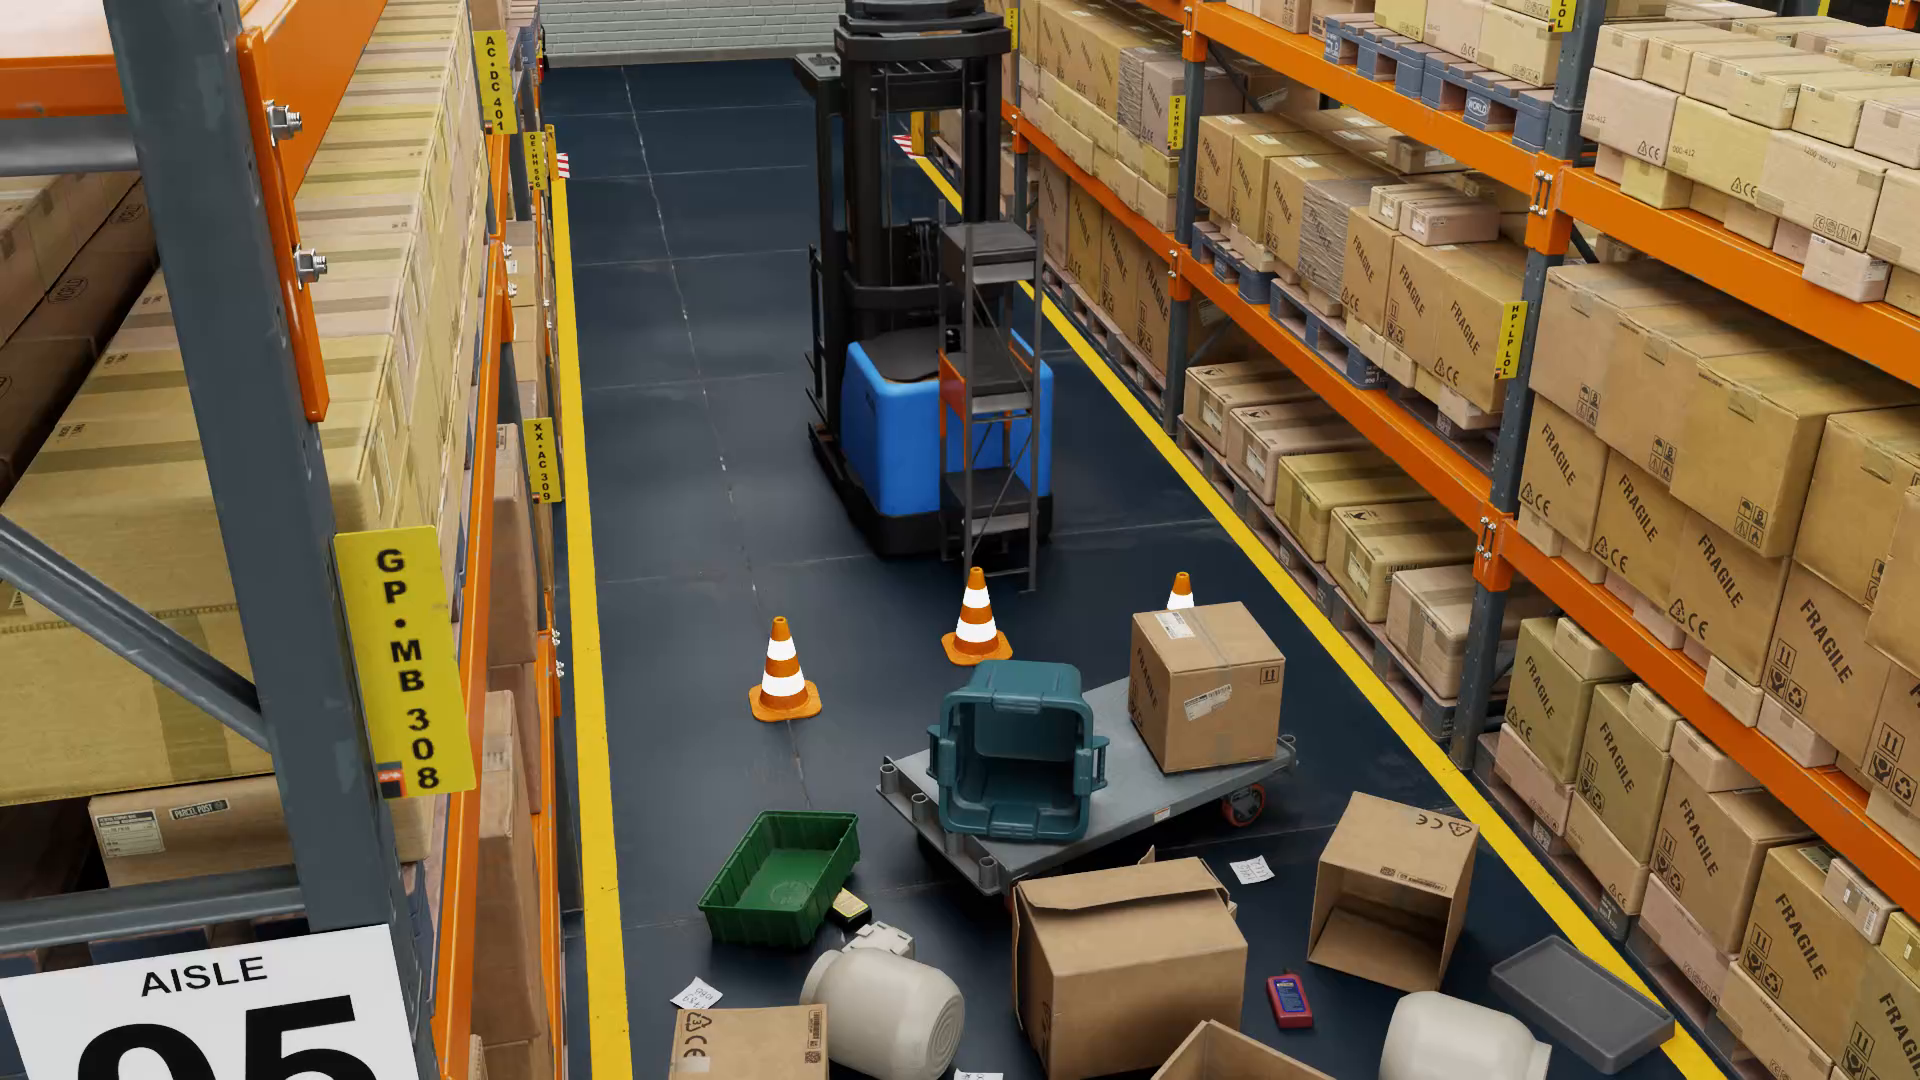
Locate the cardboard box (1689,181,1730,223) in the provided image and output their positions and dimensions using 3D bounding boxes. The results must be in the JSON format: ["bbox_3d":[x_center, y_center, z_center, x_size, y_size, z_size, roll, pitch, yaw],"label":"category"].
[{"bbox_3d":[2.770,-1.196,5.741,0.380,0.149,0.250,-6,27,-12],"label":"cardboard box"}]

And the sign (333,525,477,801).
[{"bbox_3d":[-0.586,0.136,1.766,0.100,0.325,0.005,-6,27,-12],"label":"sign"}]

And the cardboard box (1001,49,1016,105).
[{"bbox_3d":[0.614,-4.083,14.400,0.500,0.500,0.500,-6,27,-11],"label":"cardboard box"}]

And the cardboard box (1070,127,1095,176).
[{"bbox_3d":[1.131,-2.900,12.333,0.500,0.250,0.500,-6,27,-12],"label":"cardboard box"}]

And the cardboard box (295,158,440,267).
[{"bbox_3d":[-1.178,-0.598,3.094,0.380,0.149,0.250,-6,27,-12],"label":"cardboard box"}]

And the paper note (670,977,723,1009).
[{"bbox_3d":[-0.996,1.726,6.295,0.142,0.020,0.147,19,32,32],"label":"paper note"}]

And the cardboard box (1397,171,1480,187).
[{"bbox_3d":[2.606,-1.612,8.707,0.500,0.500,0.500,-7,28,-14],"label":"cardboard box"}]

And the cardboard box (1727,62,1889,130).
[{"bbox_3d":[2.694,-1.415,5.289,0.380,0.149,0.250,-6,27,-12],"label":"cardboard box"}]

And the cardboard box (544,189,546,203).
[{"bbox_3d":[-3.929,-3.118,14.966,0.380,0.149,0.250,-6,27,-12],"label":"cardboard box"}]

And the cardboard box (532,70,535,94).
[{"bbox_3d":[-3.817,-3.951,13.808,0.500,0.500,0.500,-6,27,-12],"label":"cardboard box"}]

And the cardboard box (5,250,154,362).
[{"bbox_3d":[-1.735,-0.310,2.965,0.500,0.250,0.500,-6,27,-12],"label":"cardboard box"}]

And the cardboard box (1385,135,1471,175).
[{"bbox_3d":[2.513,-2.070,8.895,0.380,0.149,0.250,-7,28,-14],"label":"cardboard box"}]

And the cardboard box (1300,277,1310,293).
[{"bbox_3d":[2.083,-1.426,9.059,0.380,0.149,0.250,-5,27,-10],"label":"cardboard box"}]

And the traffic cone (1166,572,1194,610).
[{"bbox_3d":[1.127,0.381,8.481,0.336,0.463,0.334,-6,27,-12],"label":"traffic cone"}]

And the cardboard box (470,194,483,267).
[{"bbox_3d":[-1.462,-0.798,4.374,0.380,0.149,0.250,-6,27,-11],"label":"cardboard box"}]

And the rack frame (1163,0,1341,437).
[{"bbox_3d":[1.869,-2.105,10.592,1.000,3.000,0.127,-6,27,-12],"label":"rack frame"}]

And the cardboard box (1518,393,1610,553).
[{"bbox_3d":[2.598,-0.305,6.584,0.500,0.500,0.500,-6,27,-12],"label":"cardboard box"}]

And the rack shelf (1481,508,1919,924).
[{"bbox_3d":[3.221,0.850,5.535,1.077,0.370,4.000,-6,27,-12],"label":"rack shelf"}]

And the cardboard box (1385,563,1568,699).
[{"bbox_3d":[2.650,0.406,8.066,0.950,0.372,0.625,-6,27,-11],"label":"cardboard box"}]

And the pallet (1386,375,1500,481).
[{"bbox_3d":[2.740,-0.614,7.850,1.003,0.211,1.213,-6,27,-12],"label":"pallet"}]

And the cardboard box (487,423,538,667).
[{"bbox_3d":[-1.743,0.044,4.969,0.875,0.550,0.550,-6,27,-12],"label":"cardboard box"}]

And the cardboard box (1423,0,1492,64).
[{"bbox_3d":[2.389,-2.273,7.296,0.500,0.250,0.500,-6,27,-11],"label":"cardboard box"}]

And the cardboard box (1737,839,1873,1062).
[{"bbox_3d":[3.010,1.336,5.528,0.500,0.500,0.500,-7,28,-13],"label":"cardboard box"}]

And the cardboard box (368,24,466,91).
[{"bbox_3d":[-1.524,-1.268,4.421,0.380,0.149,0.250,-6,27,-12],"label":"cardboard box"}]

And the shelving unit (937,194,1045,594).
[{"bbox_3d":[0.152,-0.732,8.871,0.431,2.100,0.503,-8,28,-15],"label":"shelving unit"}]

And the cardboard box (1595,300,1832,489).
[{"bbox_3d":[2.752,-0.531,5.923,0.700,0.500,0.500,-6,27,-11],"label":"cardboard box"}]

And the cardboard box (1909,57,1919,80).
[{"bbox_3d":[3.346,-1.485,5.428,0.380,0.149,0.250,-5,27,-10],"label":"cardboard box"}]

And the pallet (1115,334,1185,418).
[{"bbox_3d":[1.765,-1.214,11.921,1.003,0.211,1.213,-6,27,-12],"label":"pallet"}]

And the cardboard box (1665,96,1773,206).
[{"bbox_3d":[2.728,-1.308,5.519,0.500,0.250,0.500,-6,27,-12],"label":"cardboard box"}]

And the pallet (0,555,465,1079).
[{"bbox_3d":[-1.305,0.330,2.537,1.003,0.211,1.213,-6,27,-12],"label":"pallet"}]

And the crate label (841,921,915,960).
[{"bbox_3d":[-0.318,1.607,6.415,0.250,0.136,0.298,19,32,32],"label":"crate label"}]

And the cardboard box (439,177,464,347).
[{"bbox_3d":[-1.329,-0.586,3.512,0.500,0.250,0.500,-6,27,-12],"label":"cardboard box"}]

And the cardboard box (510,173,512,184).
[{"bbox_3d":[-2.907,-2.118,10.099,0.380,0.149,0.250,-5,27,-9],"label":"cardboard box"}]

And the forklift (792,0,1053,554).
[{"bbox_3d":[-0.366,-1.871,10.204,1.130,2.935,3.031,-8,28,-15],"label":"forklift"}]

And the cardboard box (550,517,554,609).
[{"bbox_3d":[-2.681,-0.081,8.613,1.050,0.750,0.750,-6,27,-11],"label":"cardboard box"}]

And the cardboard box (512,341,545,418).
[{"bbox_3d":[-2.110,-0.546,7.392,0.500,0.500,0.500,-6,27,-12],"label":"cardboard box"}]

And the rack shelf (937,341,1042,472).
[{"bbox_3d":[0.152,-0.720,8.877,0.431,0.518,0.480,-8,28,-15],"label":"rack shelf"}]

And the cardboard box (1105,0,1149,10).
[{"bbox_3d":[1.437,-3.955,13.036,0.500,0.500,0.500,-5,27,-11],"label":"cardboard box"}]

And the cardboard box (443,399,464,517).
[{"bbox_3d":[-1.121,-0.132,3.054,0.380,0.149,0.250,-6,27,-11],"label":"cardboard box"}]

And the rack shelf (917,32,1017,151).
[{"bbox_3d":[0.517,-4.418,15.973,1.077,0.370,4.000,-6,27,-12],"label":"rack shelf"}]

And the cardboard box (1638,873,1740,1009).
[{"bbox_3d":[2.894,1.443,6.147,0.500,0.250,0.500,-6,27,-12],"label":"cardboard box"}]

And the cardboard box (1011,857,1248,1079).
[{"bbox_3d":[0.591,1.537,5.996,0.797,0.637,0.503,-6,27,-12],"label":"cardboard box"}]

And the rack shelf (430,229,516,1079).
[{"bbox_3d":[-1.579,0.058,3.776,1.077,0.370,4.000,-6,27,-12],"label":"rack shelf"}]

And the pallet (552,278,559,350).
[{"bbox_3d":[-3.655,-1.728,12.939,1.003,0.211,1.213,-6,27,-12],"label":"pallet"}]

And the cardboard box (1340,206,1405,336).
[{"bbox_3d":[2.219,-1.338,8.165,0.500,0.500,0.500,-5,27,-10],"label":"cardboard box"}]

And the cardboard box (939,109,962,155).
[{"bbox_3d":[0.312,-4.381,17.479,0.875,0.438,0.875,-7,28,-13],"label":"cardboard box"}]

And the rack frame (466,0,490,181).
[{"bbox_3d":[-2.029,-2.480,4.677,1.000,3.000,0.127,-6,27,-12],"label":"rack frame"}]

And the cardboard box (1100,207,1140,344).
[{"bbox_3d":[1.597,-2.048,12.370,0.875,0.875,0.875,-6,27,-11],"label":"cardboard box"}]

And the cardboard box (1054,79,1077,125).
[{"bbox_3d":[1.025,-3.345,12.661,0.500,0.250,0.500,-6,27,-11],"label":"cardboard box"}]

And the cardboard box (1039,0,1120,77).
[{"bbox_3d":[0.928,-3.909,12.946,0.500,0.500,0.500,-6,27,-12],"label":"cardboard box"}]

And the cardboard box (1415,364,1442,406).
[{"bbox_3d":[2.343,-0.740,7.700,0.380,0.149,0.250,-7,28,-13],"label":"cardboard box"}]

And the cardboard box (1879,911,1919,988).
[{"bbox_3d":[3.036,1.232,5.013,0.380,0.149,0.250,-5,27,-11],"label":"cardboard box"}]

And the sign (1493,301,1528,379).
[{"bbox_3d":[2.231,-0.808,6.737,0.100,0.325,0.005,-6,27,-12],"label":"sign"}]

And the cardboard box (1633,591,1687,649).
[{"bbox_3d":[2.748,0.265,6.175,0.380,0.149,0.250,-5,27,-10],"label":"cardboard box"}]

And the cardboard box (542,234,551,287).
[{"bbox_3d":[-3.182,-1.962,11.783,0.500,0.250,0.500,-7,28,-14],"label":"cardboard box"}]

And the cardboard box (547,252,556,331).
[{"bbox_3d":[-3.305,-1.861,12.416,0.500,0.500,0.500,-7,28,-13],"label":"cardboard box"}]

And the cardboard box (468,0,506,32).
[{"bbox_3d":[-2.266,-2.439,7.237,0.500,0.500,0.500,-6,27,-12],"label":"cardboard box"}]

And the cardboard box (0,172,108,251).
[{"bbox_3d":[-1.878,-0.644,3.185,0.380,0.149,0.250,-6,27,-11],"label":"cardboard box"}]
